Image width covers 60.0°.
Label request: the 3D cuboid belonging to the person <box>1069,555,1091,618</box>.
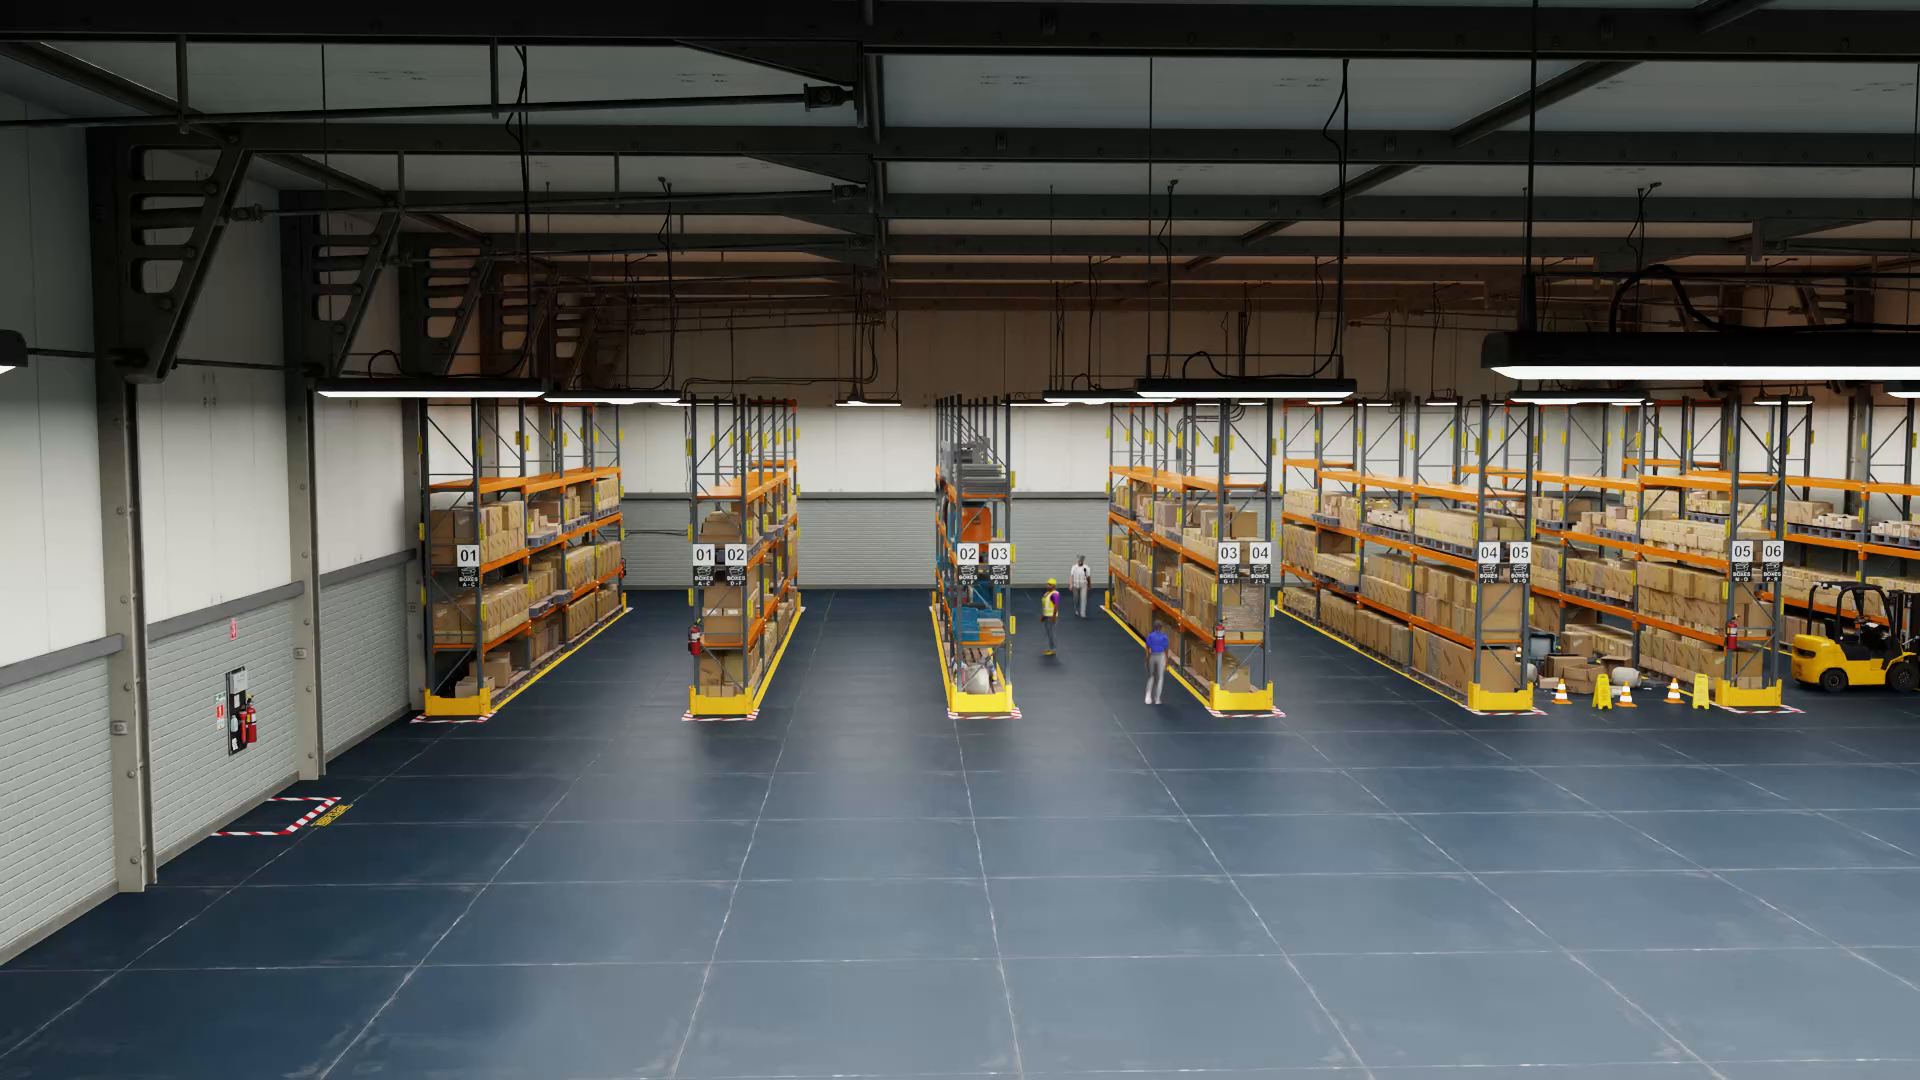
[{"bbox_3d":[3.302,1.265,45.636,0.592,1.731,1.021,0,5,4],"label":"person"}]

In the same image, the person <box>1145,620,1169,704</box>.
[{"bbox_3d":[3.814,2.395,32.121,0.442,1.574,0.451,3,5,31],"label":"person"}]

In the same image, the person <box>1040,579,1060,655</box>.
[{"bbox_3d":[2.093,1.783,38.632,0.392,1.762,0.632,-1,5,-12],"label":"person"}]

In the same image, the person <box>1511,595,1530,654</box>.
[{"bbox_3d":[13.115,1.847,38.942,0.608,1.643,0.536,4,6,43],"label":"person"}]

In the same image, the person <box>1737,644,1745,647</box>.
[{"bbox_3d":[17.734,1.817,38.191,0.620,1.772,0.535,-4,6,-44],"label":"person"}]
